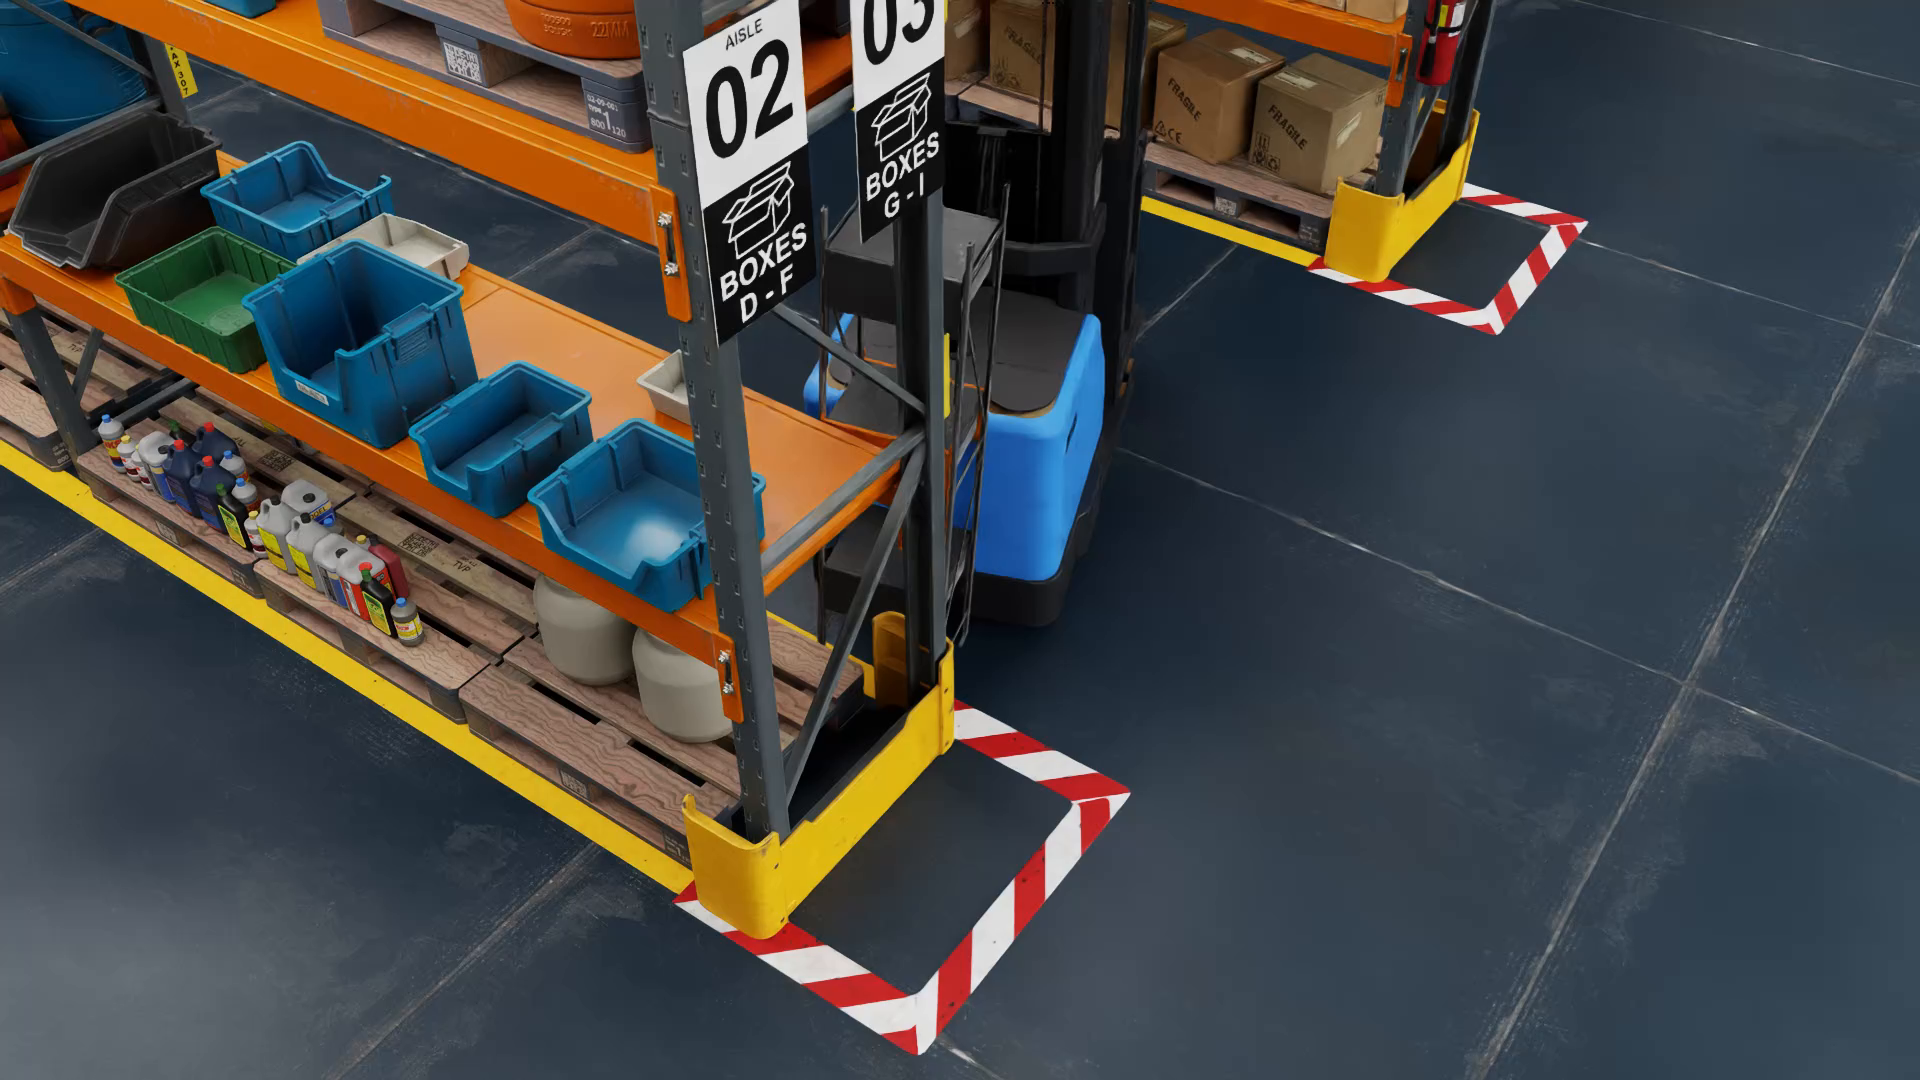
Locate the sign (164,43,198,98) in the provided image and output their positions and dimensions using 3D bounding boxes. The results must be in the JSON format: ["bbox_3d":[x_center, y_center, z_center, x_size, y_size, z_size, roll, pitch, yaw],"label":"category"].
[{"bbox_3d":[-3.334,-2.039,7.072,0.005,0.325,0.100,25,48,25],"label":"sign"}]

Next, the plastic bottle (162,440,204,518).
[{"bbox_3d":[-3.236,-0.281,6.971,0.185,0.351,0.144,26,48,26],"label":"plastic bottle"}]

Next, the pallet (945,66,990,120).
[{"bbox_3d":[-0.245,-3.067,10.519,1.213,0.211,1.003,25,48,25],"label":"pallet"}]

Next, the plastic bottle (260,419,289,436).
[{"bbox_3d":[-3.049,-0.649,7.382,0.185,0.351,0.144,25,48,25],"label":"plastic bottle"}]

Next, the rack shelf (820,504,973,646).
[{"bbox_3d":[-0.247,0.196,6.499,0.480,0.518,0.431,15,44,11],"label":"rack shelf"}]

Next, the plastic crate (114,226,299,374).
[{"bbox_3d":[-2.710,-0.887,6.151,0.662,0.188,0.450,25,48,25],"label":"plastic crate"}]

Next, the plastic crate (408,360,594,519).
[{"bbox_3d":[-1.494,-0.333,5.484,0.408,0.251,0.499,25,48,25],"label":"plastic crate"}]

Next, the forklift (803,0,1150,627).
[{"bbox_3d":[0.243,-1.736,6.992,1.130,2.935,3.031,10,43,10],"label":"forklift"}]

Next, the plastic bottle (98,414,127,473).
[{"bbox_3d":[-3.650,-0.426,7.193,0.097,0.271,0.097,0,42,0],"label":"plastic bottle"}]

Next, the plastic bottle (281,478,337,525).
[{"bbox_3d":[-2.669,-0.109,6.835,0.135,0.276,0.152,25,48,25],"label":"plastic bottle"}]

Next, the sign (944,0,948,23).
[{"bbox_3d":[-0.065,-1.528,4.452,0.005,0.325,0.100,25,48,25],"label":"sign"}]

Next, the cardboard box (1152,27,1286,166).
[{"bbox_3d":[1.449,-2.496,9.350,0.500,0.500,0.500,-29,49,-28],"label":"cardboard box"}]

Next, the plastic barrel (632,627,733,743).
[{"bbox_3d":[-0.967,0.452,6.046,0.421,0.512,0.421,0,42,0],"label":"plastic barrel"}]

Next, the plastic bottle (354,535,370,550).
[{"bbox_3d":[-2.387,0.067,6.695,0.097,0.201,0.097,0,42,0],"label":"plastic bottle"}]

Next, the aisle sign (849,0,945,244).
[{"bbox_3d":[-0.157,-1.210,4.403,0.004,0.787,0.394,25,48,25],"label":"aisle sign"}]

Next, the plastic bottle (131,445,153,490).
[{"bbox_3d":[-3.483,-0.322,7.129,0.097,0.201,0.097,0,42,0],"label":"plastic bottle"}]

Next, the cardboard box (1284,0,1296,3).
[{"bbox_3d":[1.669,-2.879,8.406,0.250,0.149,0.380,25,48,25],"label":"cardboard box"}]

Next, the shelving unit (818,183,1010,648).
[{"bbox_3d":[-0.203,-0.325,6.014,0.503,2.100,0.431,15,44,11],"label":"shelving unit"}]

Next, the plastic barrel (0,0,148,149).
[{"bbox_3d":[-3.801,-2.140,7.016,0.708,0.901,0.600,25,48,25],"label":"plastic barrel"}]

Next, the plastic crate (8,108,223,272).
[{"bbox_3d":[-3.303,-1.347,6.552,0.504,0.338,0.767,25,48,25],"label":"plastic crate"}]

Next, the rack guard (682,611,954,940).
[{"bbox_3d":[-0.473,0.820,5.959,0.348,0.500,1.175,25,48,25],"label":"rack guard"}]

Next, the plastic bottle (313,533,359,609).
[{"bbox_3d":[-2.444,0.114,6.586,0.135,0.276,0.152,24,47,24],"label":"plastic bottle"}]

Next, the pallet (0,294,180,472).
[{"bbox_3d":[-4.324,-0.880,8.076,1.213,0.211,1.003,25,48,25],"label":"pallet"}]

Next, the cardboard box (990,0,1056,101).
[{"bbox_3d":[0.516,-2.984,9.895,0.500,0.500,0.500,21,46,22],"label":"cardboard box"}]

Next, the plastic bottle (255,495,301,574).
[{"bbox_3d":[-2.734,-0.046,6.709,0.185,0.351,0.144,25,47,25],"label":"plastic bottle"}]

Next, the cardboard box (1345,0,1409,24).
[{"bbox_3d":[2.108,-2.715,8.224,0.250,0.149,0.380,25,48,25],"label":"cardboard box"}]

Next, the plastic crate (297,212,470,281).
[{"bbox_3d":[-2.184,-1.058,6.381,0.437,0.136,0.530,25,48,25],"label":"plastic crate"}]

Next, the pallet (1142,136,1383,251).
[{"bbox_3d":[1.753,-2.133,9.475,1.213,0.211,1.003,25,48,25],"label":"pallet"}]

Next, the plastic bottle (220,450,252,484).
[{"bbox_3d":[-3.048,-0.262,7.010,0.097,0.271,0.097,0,42,0],"label":"plastic bottle"}]

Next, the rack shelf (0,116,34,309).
[{"bbox_3d":[-5.296,-2.138,7.929,4.000,0.370,1.077,25,48,25],"label":"rack shelf"}]

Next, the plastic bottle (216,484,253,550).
[{"bbox_3d":[-2.971,-0.098,6.817,0.133,0.283,0.061,27,48,27],"label":"plastic bottle"}]

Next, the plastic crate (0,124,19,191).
[{"bbox_3d":[-4.231,-1.682,6.833,0.583,0.464,0.402,25,48,25],"label":"plastic crate"}]

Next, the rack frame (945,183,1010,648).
[{"bbox_3d":[0.028,-0.262,5.967,0.015,2.100,0.400,15,44,11],"label":"rack frame"}]

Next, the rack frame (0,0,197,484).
[{"bbox_3d":[-3.659,-1.640,6.833,0.127,3.000,1.000,25,48,25],"label":"rack frame"}]

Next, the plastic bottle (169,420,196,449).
[{"bbox_3d":[-3.309,-0.380,7.132,0.133,0.283,0.061,25,48,25],"label":"plastic bottle"}]

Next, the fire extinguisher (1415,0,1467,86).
[{"bbox_3d":[2.289,-2.488,7.839,0.183,0.674,0.296,25,48,25],"label":"fire extinguisher"}]

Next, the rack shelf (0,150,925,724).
[{"bbox_3d":[-2.021,-0.606,6.217,4.000,0.370,1.077,25,48,25],"label":"rack shelf"}]

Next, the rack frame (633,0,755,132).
[{"bbox_3d":[-0.384,-2.344,3.121,0.127,3.000,1.000,25,48,25],"label":"rack frame"}]

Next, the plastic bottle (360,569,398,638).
[{"bbox_3d":[-2.246,0.241,6.438,0.133,0.283,0.061,26,48,26],"label":"plastic bottle"}]

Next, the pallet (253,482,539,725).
[{"bbox_3d":[-2.130,0.146,6.929,1.213,0.211,1.003,25,48,25],"label":"pallet"}]
